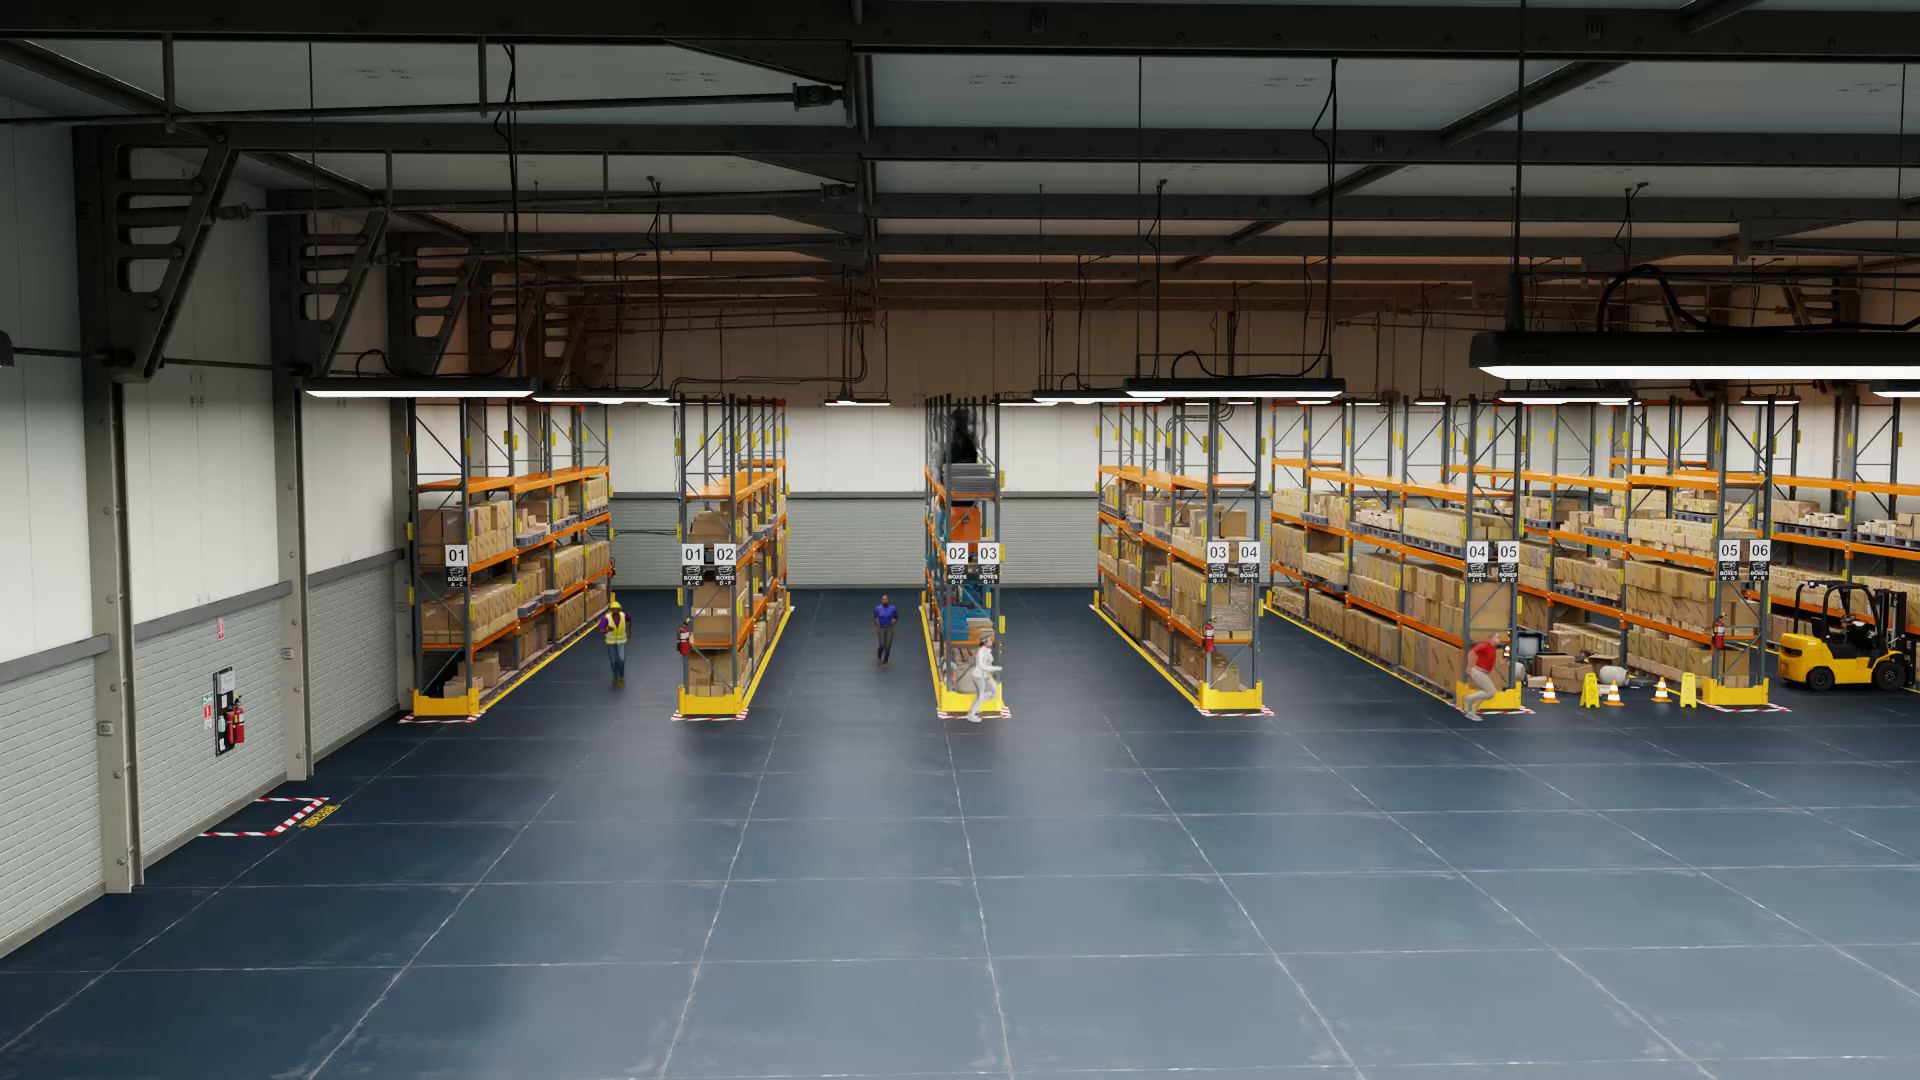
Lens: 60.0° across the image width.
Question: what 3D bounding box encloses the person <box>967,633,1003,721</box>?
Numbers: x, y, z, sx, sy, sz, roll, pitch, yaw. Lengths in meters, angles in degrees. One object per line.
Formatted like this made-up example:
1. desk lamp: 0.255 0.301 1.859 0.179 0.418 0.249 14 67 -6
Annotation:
1. person: 0.454 2.500 30.359 0.677 1.627 0.579 2 5 21

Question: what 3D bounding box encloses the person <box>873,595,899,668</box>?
1. person: -1.630 2.017 36.644 0.561 1.621 0.573 0 5 -6

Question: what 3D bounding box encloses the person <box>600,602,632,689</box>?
1. person: -7.075 2.159 34.209 0.662 1.818 0.831 -1 5 -13

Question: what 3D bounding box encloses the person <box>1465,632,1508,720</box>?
1. person: 9.662 2.496 30.519 0.730 1.650 0.649 3 5 29
